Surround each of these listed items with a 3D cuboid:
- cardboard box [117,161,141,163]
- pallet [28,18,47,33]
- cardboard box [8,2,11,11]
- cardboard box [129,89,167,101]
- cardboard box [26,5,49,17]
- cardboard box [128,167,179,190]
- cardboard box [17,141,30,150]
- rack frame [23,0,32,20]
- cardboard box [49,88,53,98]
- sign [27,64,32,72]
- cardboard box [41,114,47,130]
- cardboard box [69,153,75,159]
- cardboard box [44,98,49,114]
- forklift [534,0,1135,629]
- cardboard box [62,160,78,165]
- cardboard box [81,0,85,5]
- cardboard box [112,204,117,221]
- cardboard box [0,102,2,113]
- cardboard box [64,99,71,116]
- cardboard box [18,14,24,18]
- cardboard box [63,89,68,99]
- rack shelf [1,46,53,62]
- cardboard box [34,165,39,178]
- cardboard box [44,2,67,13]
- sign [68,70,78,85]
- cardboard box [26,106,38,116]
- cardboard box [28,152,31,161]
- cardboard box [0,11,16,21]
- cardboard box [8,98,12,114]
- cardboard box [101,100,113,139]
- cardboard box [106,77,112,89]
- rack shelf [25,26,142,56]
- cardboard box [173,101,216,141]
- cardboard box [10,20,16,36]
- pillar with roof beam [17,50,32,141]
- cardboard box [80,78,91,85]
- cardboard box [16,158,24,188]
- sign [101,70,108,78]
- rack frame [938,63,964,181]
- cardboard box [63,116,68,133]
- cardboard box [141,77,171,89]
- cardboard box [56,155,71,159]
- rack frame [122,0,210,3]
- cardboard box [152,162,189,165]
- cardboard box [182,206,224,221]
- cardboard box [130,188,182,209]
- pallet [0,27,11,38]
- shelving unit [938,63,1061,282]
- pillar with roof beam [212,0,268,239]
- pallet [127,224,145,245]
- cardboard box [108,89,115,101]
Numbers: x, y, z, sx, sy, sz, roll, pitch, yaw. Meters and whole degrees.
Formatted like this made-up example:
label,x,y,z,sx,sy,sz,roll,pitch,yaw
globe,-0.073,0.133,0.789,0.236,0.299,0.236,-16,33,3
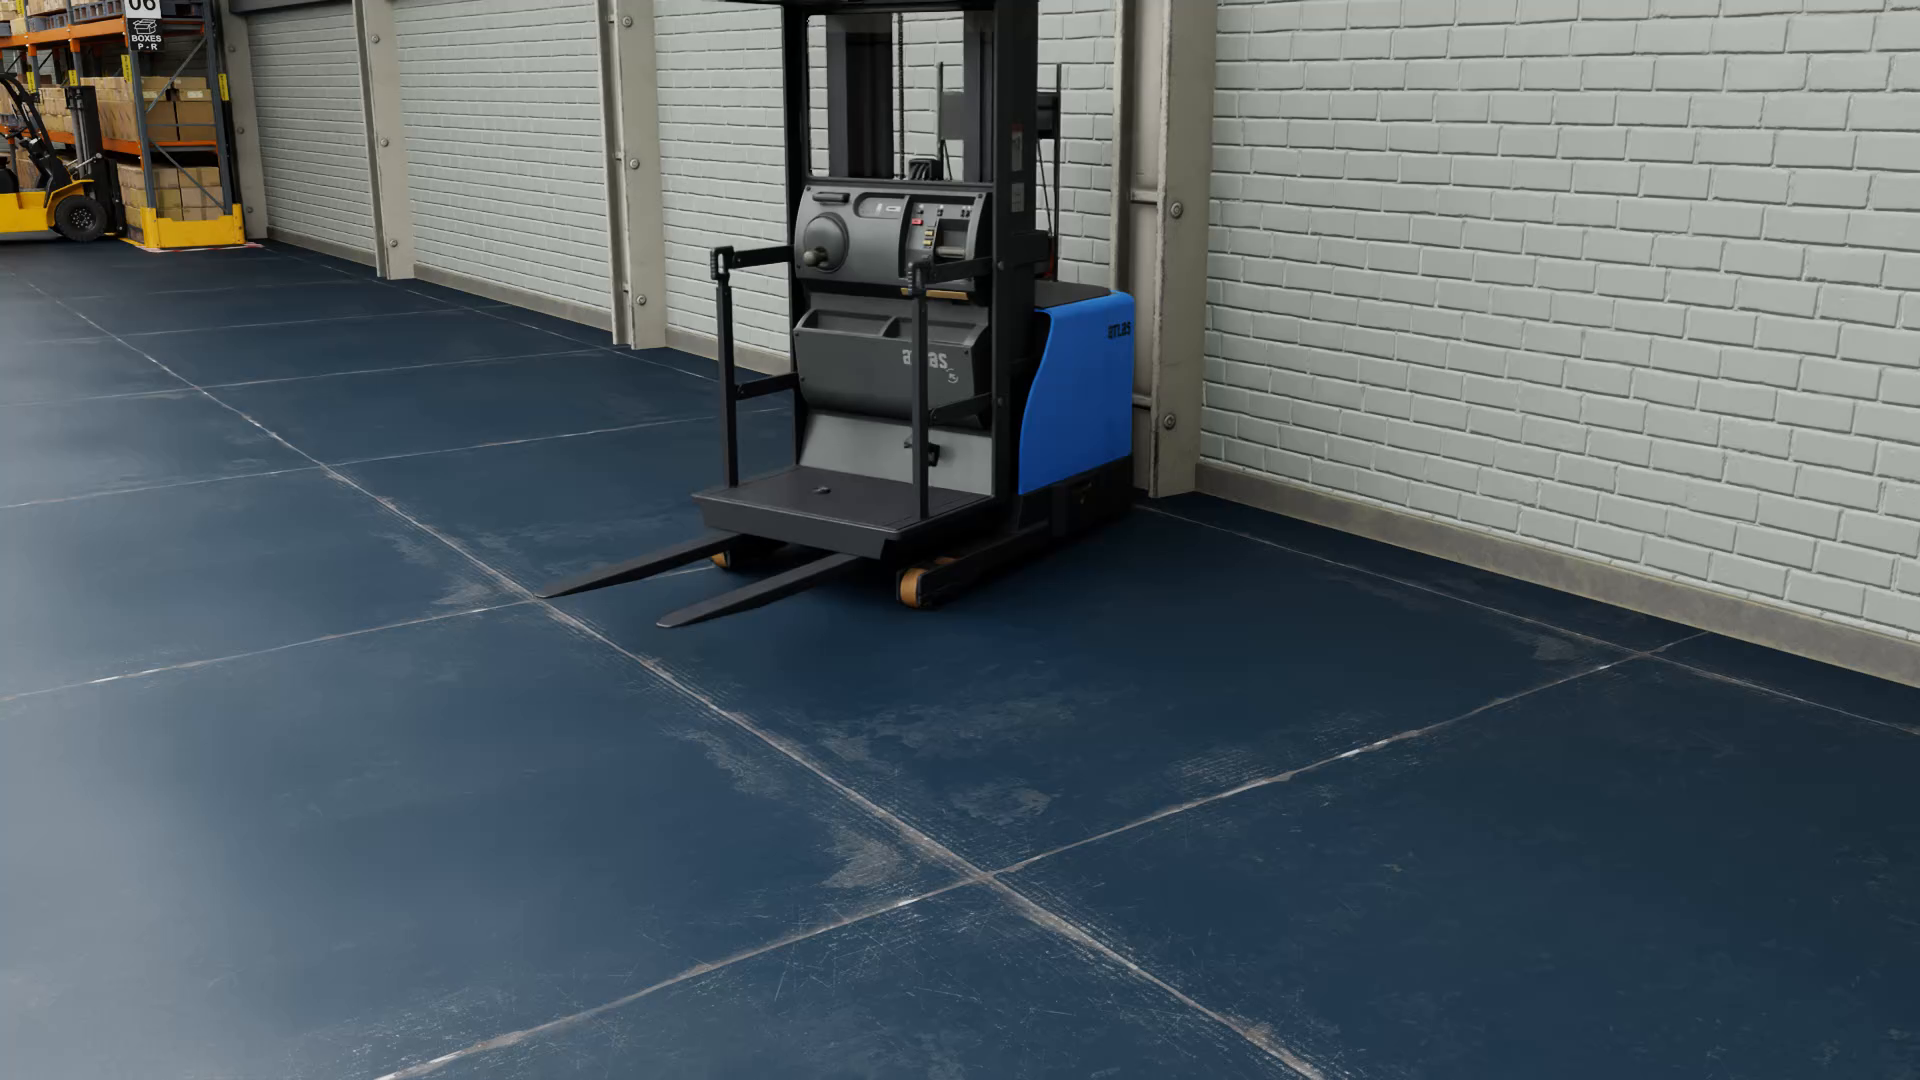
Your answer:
label,x,y,z,sx,sy,sz,roll,pitch,yaw
cardboard box,-11.645,-5.123,23.129,0.500,0.250,0.500,-10,18,-33
pallet,-14.150,-8.210,26.566,1.213,0.211,1.003,-10,18,-32
cardboard box,-15.826,-9.000,28.061,0.380,0.149,0.250,-11,19,-34
cardboard box,-10.348,-5.669,21.188,0.380,0.149,0.250,-11,19,-34
cardboard box,-14.662,-8.449,26.538,0.380,0.166,0.250,-11,19,-35
cardboard box,-10.441,-4.686,21.533,0.500,0.250,0.500,-10,18,-33
cardboard box,-16.929,-7.184,30.290,0.380,0.149,0.250,-11,19,-35
rack frame,-14.621,-9.879,26.624,1.000,3.000,0.127,-11,19,-35
cardboard box,-14.178,-7.071,26.311,0.380,0.149,0.250,-11,19,-34
sign,-18.864,-9.486,33.762,0.100,0.325,0.005,-11,19,-35
cardboard box,-14.558,-6.780,26.951,0.500,0.250,0.500,-11,19,-34
cardboard box,-15.299,-6.677,29.001,0.380,0.149,0.250,-11,19,-36
cardboard box,-14.265,-6.914,26.494,0.500,0.250,0.500,-10,18,-33
forklift,-0.415,-1.282,6.708,1.130,2.935,3.031,10,18,33
cardboard box,-13.875,-5.769,26.675,0.875,0.625,0.625,-10,18,-33
cardboard box,-11.799,-7.401,22.742,0.380,0.149,0.250,-10,18,-33
cardboard box,-11.345,-4.528,22.851,0.500,0.250,0.500,-10,18,-33
cardboard box,-17.470,-7.982,30.777,0.500,0.250,0.500,-10,18,-33
cardboard box,-13.073,-6.474,24.885,0.500,0.250,0.500,-11,19,-36
cardboard box,-15.476,-8.755,27.729,0.380,0.149,0.250,-11,19,-35
cardboard box,-13.180,-6.679,24.879,0.380,0.149,0.250,-12,19,-36
rack shelf,-18.149,-9.366,31.796,1.077,0.370,4.000,-11,19,-35
cardboard box,-15.640,-6.259,28.702,0.500,0.500,0.500,-10,18,-32
cardboard box,-13.615,-8.060,25.151,0.380,0.149,0.250,-11,19,-35
sign,-12.703,-6.565,23.838,0.100,0.325,0.005,-11,19,-35
cardboard box,-15.318,-7.147,27.689,0.380,0.149,0.250,-10,18,-34
cardboard box,-16.303,-6.816,29.507,0.380,0.149,0.250,-11,19,-35
cardboard box,-16.195,-8.966,28.462,0.380,0.149,0.250,-10,18,-33
cardboard box,-16.467,-7.621,29.198,0.396,0.266,0.258,-10,18,-32
cardboard box,-11.323,-5.717,22.592,0.500,0.500,0.500,-11,19,-34
cardboard box,-11.130,-6.082,22.135,0.380,0.149,0.250,-10,18,-33
rack shelf,-13.445,-7.658,25.555,1.077,0.370,4.000,-11,19,-35
cardboard box,-9.984,-5.474,21.706,0.500,0.500,0.500,-10,18,-33
cardboard box,-15.710,-8.646,28.085,0.500,0.250,0.500,-11,19,-35
pillar with roof beam,-23.664,-11.635,33.039,9.100,9.000,0.400,-11,19,-35
cardboard box,-12.322,-6.522,23.740,0.380,0.149,0.250,-10,18,-33
cardboard box,-16.871,-6.698,30.307,0.500,0.500,0.500,-10,18,-32
sign,-14.174,-7.631,27.581,0.100,0.325,0.005,-11,19,-35
rack frame,-0.033,-1.346,8.509,0.015,2.100,0.400,6,16,20
cardboard box,-13.345,-6.343,25.354,0.500,0.250,0.500,-11,19,-34
cardboard box,-10.299,-5.825,21.197,0.380,0.149,0.250,-11,19,-34
cardboard box,-15.117,-6.361,27.847,0.380,0.149,0.250,-12,19,-37
rack frame,-9.918,-8.171,20.383,1.000,3.000,0.127,-11,19,-35
cardboard box,-10.925,-5.093,23.020,0.500,0.250,0.500,-11,19,-36
cardboard box,-10.048,-4.289,21.976,0.500,0.250,0.500,-11,19,-34
cardboard box,-10.457,-4.450,21.619,0.500,0.250,0.500,-11,19,-35
pallet,-16.647,-9.045,29.617,1.213,0.211,1.003,-11,19,-35
shelving unit,0.195,-1.323,8.424,0.503,2.100,0.431,6,16,20
pillar with roof beam,-13.080,-7.791,18.996,9.100,9.000,0.400,-11,19,-35
pallet,-10.401,-4.089,22.116,1.003,0.211,1.213,-11,19,-35
cardboard box,-11.122,-5.939,22.174,0.380,0.149,0.250,-11,19,-34
